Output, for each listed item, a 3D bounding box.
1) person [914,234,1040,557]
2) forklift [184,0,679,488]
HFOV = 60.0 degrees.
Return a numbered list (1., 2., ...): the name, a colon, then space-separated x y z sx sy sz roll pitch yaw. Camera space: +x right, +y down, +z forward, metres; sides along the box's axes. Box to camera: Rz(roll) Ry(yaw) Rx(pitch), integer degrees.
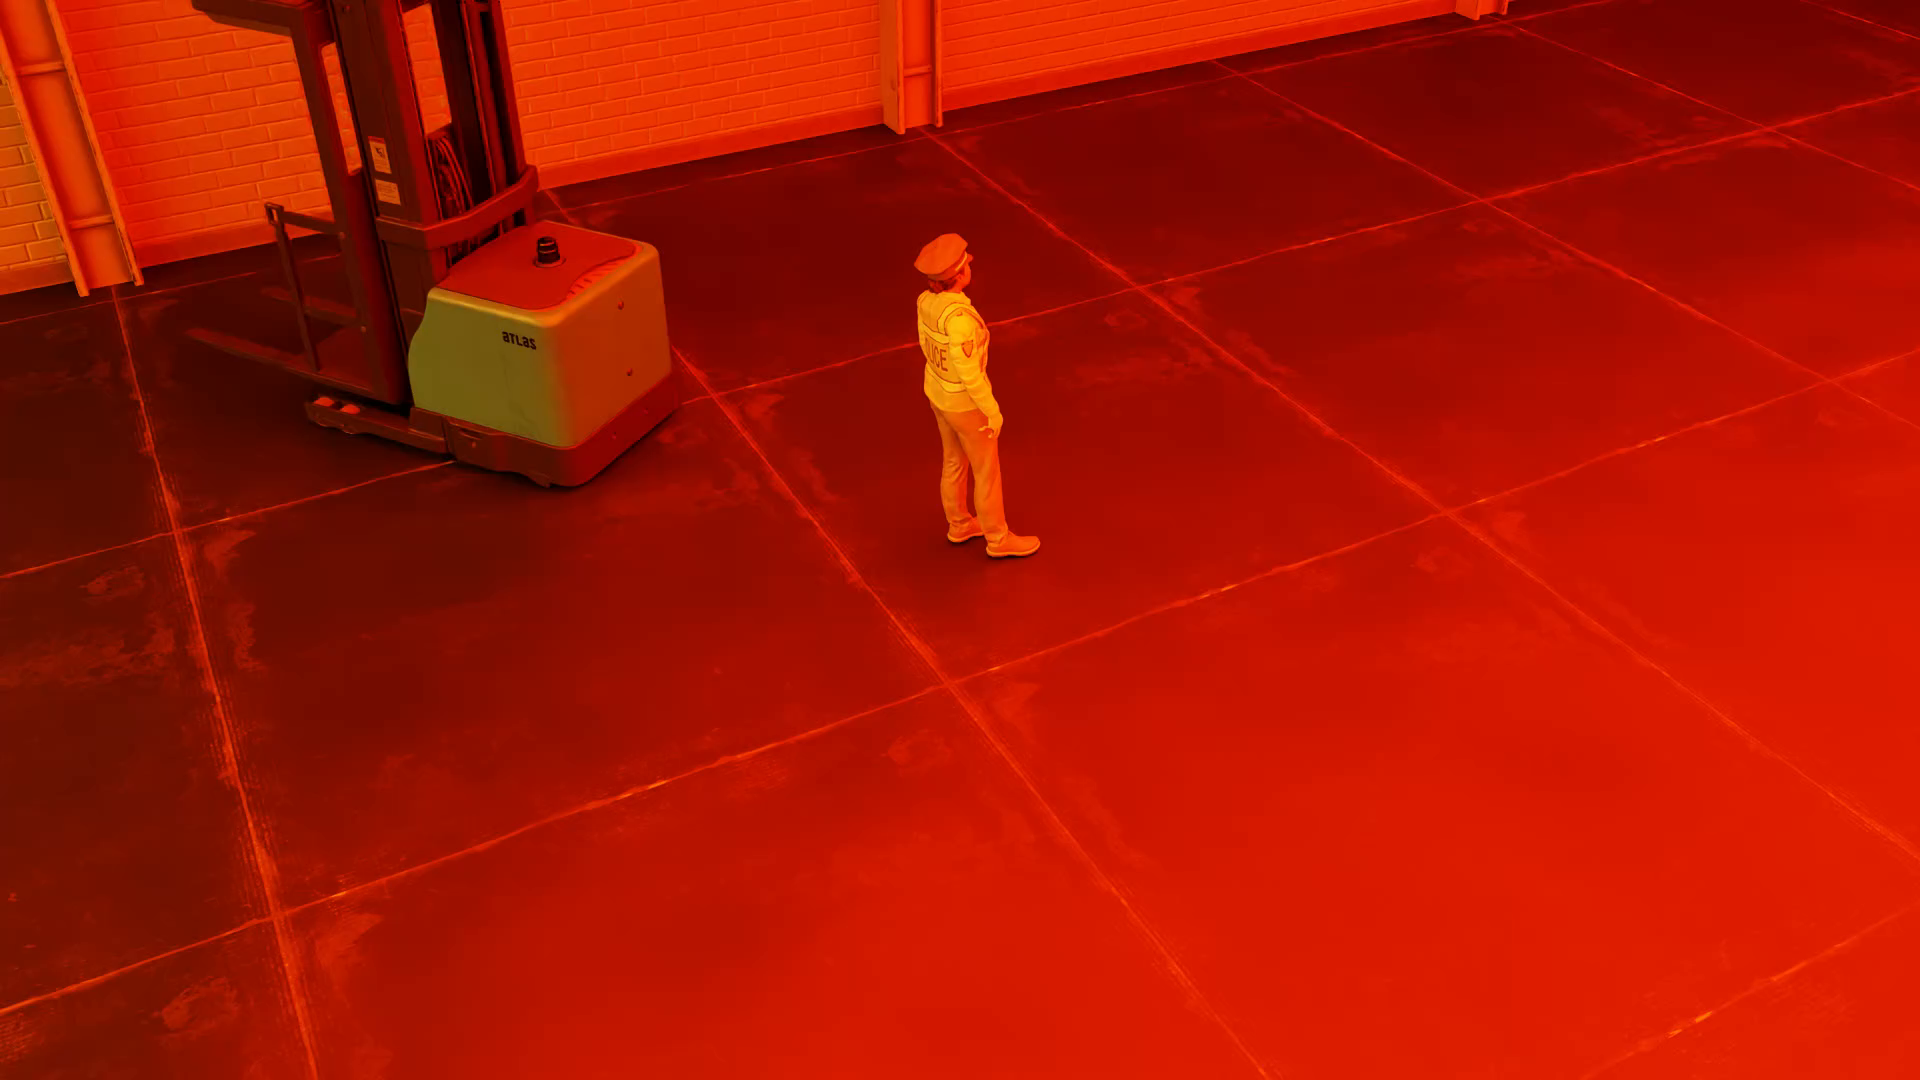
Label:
1. person: 0.063 -0.713 8.190 0.531 1.695 0.588 -17 39 -23
2. forklift: -3.187 -2.058 9.034 3.031 2.935 1.130 16 38 21
